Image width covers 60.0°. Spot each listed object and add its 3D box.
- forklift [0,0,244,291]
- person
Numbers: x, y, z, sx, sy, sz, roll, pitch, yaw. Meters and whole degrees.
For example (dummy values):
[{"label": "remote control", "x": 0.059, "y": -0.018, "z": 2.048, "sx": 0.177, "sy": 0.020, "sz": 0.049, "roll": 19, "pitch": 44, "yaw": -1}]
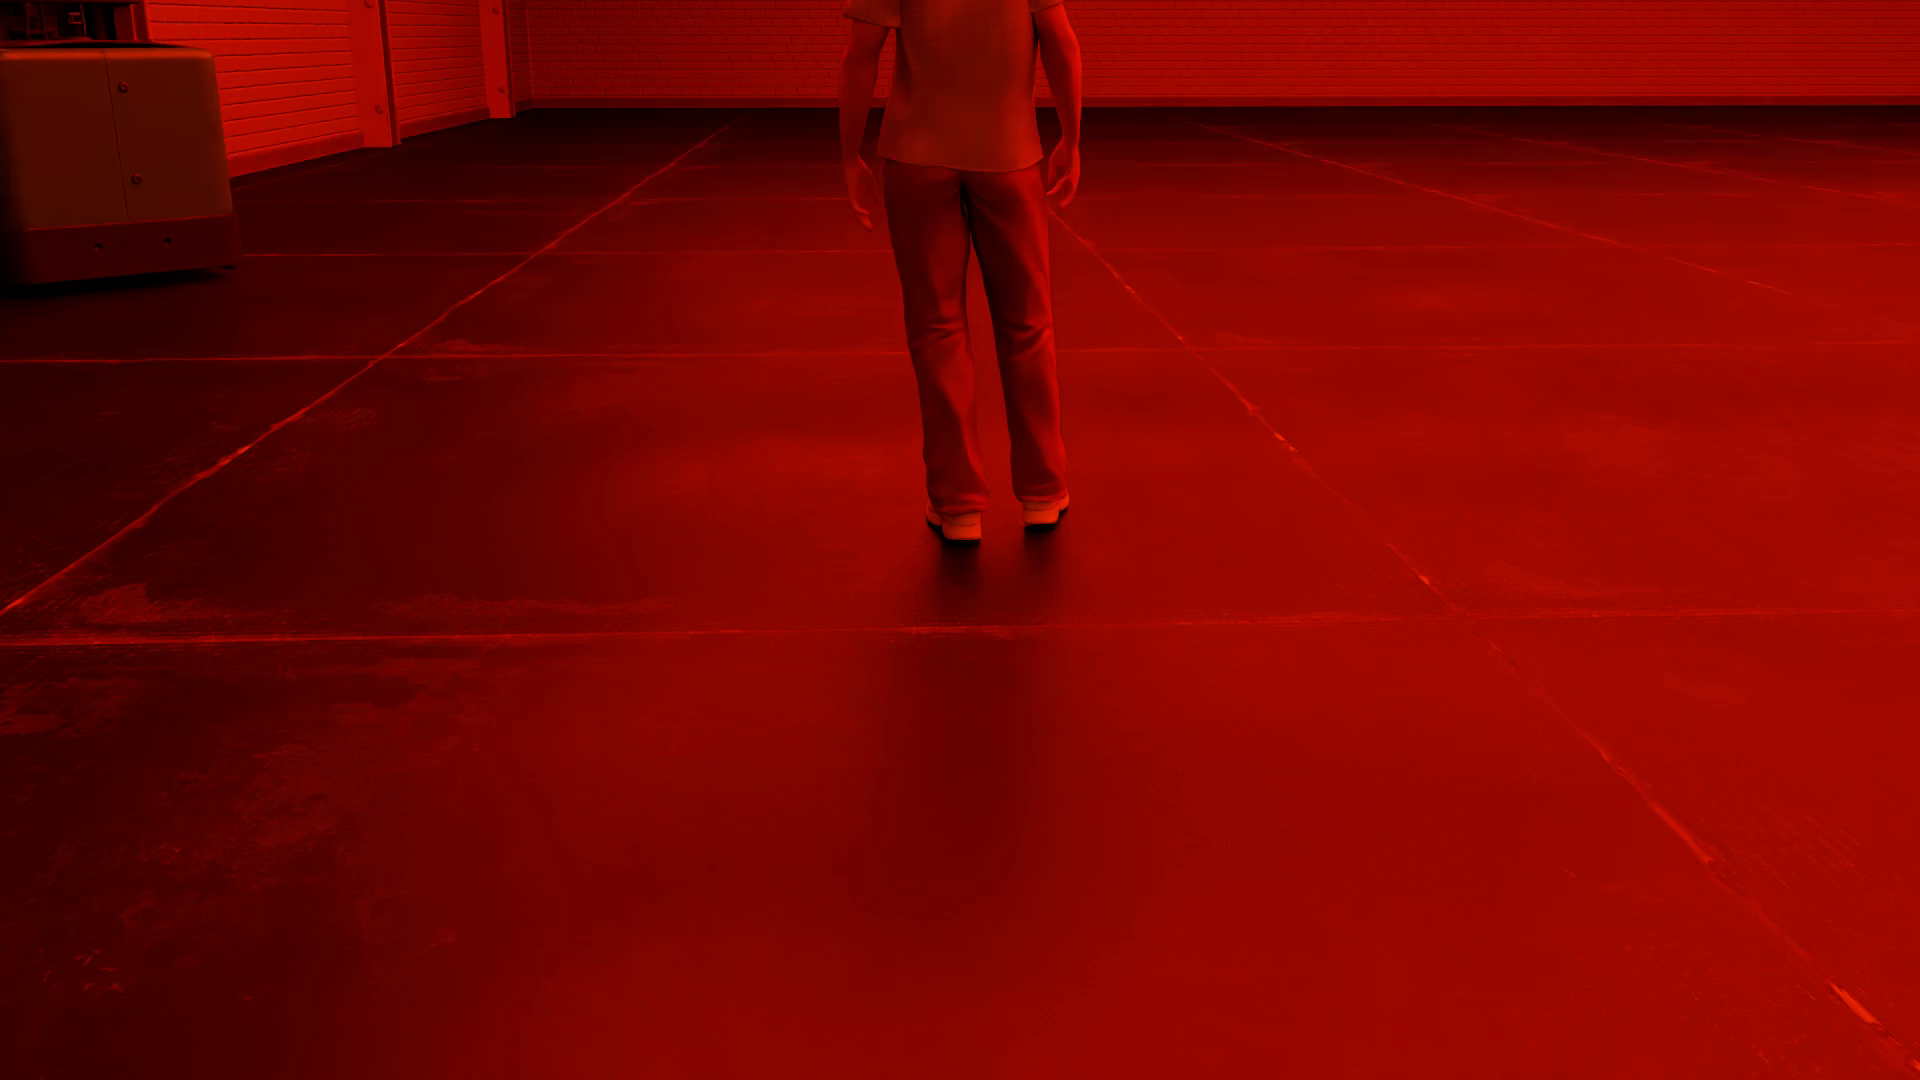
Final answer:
[{"label": "forklift", "x": -4.863, "y": -2.874, "z": 8.301, "sx": 1.130, "sy": 2.935, "sz": 3.031, "roll": -16, "pitch": 23, "yaw": -42}, {"label": "person", "x": 0.008, "y": -0.830, "z": 3.742, "sx": 0.553, "sy": 1.673, "sz": 0.548, "roll": -1, "pitch": 17, "yaw": -3}]
